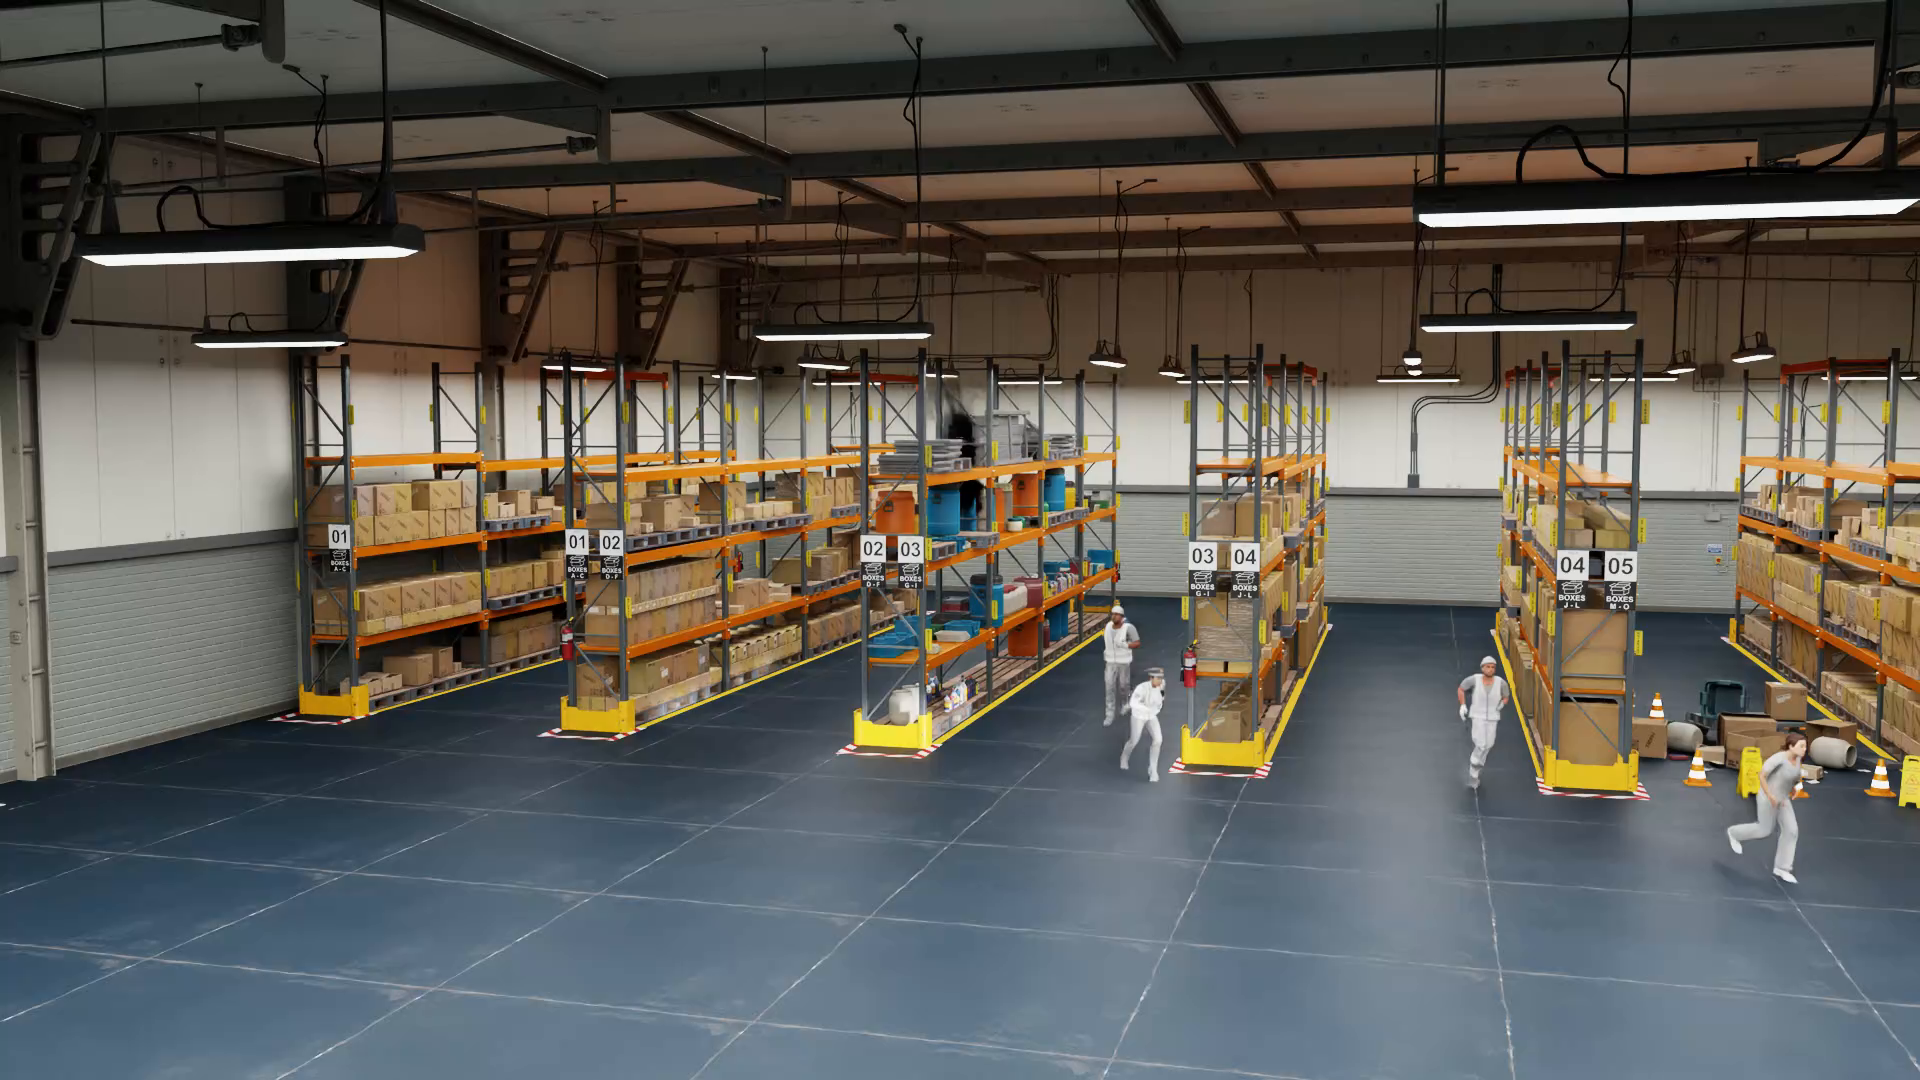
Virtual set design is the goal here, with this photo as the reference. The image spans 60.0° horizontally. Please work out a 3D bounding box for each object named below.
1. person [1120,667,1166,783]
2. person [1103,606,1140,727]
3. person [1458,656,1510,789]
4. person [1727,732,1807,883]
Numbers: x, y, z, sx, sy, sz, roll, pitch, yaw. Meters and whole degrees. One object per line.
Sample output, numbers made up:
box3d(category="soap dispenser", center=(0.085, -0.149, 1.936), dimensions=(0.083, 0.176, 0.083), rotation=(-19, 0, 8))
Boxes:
box3d(category="person", center=(2.532, 2.518, 23.016), dimensions=(0.657, 1.619, 0.954), rotation=(-2, 5, -28))
box3d(category="person", center=(2.486, 1.924, 25.781), dimensions=(0.639, 1.826, 0.882), rotation=(2, 5, 25))
box3d(category="person", center=(7.093, 2.463, 22.438), dimensions=(0.634, 1.806, 0.632), rotation=(0, 4, 1))
box3d(category="person", center=(8.843, 2.859, 18.225), dimensions=(0.574, 1.625, 0.916), rotation=(-3, 5, -30))
